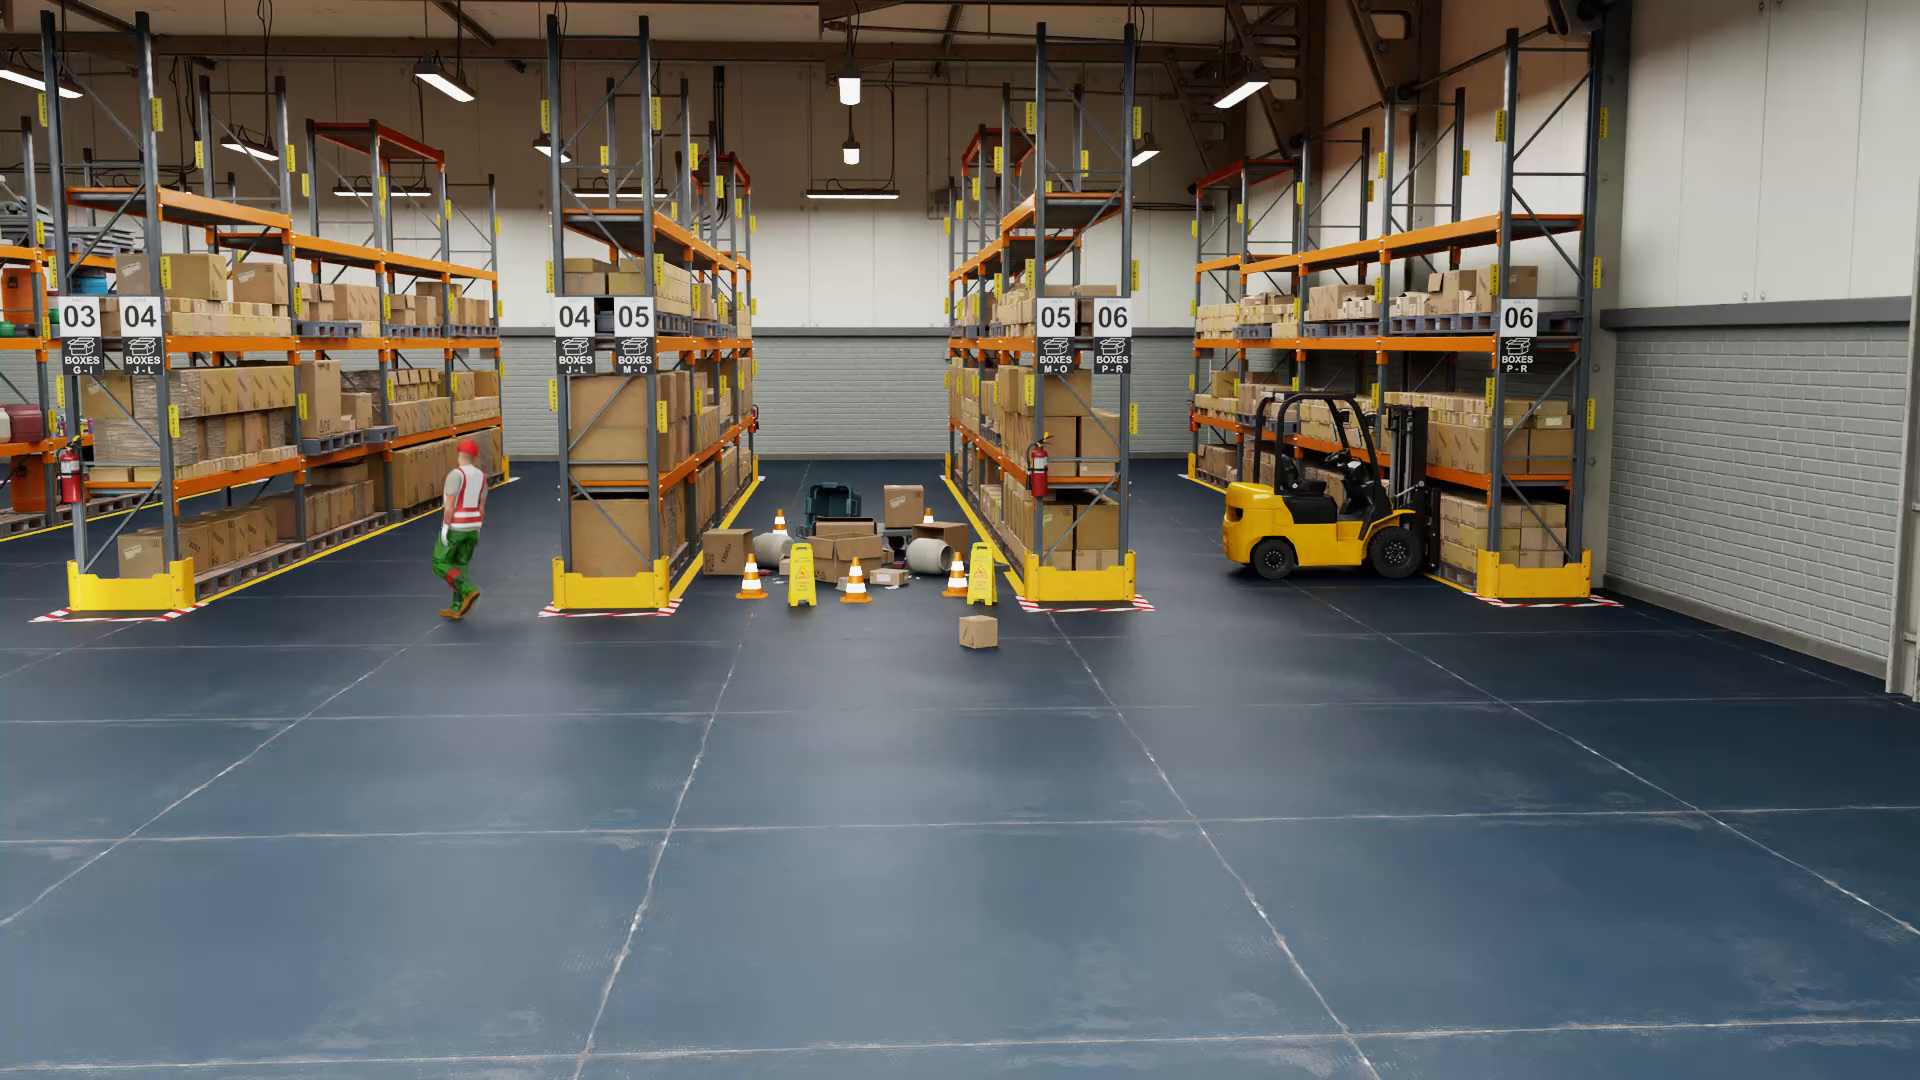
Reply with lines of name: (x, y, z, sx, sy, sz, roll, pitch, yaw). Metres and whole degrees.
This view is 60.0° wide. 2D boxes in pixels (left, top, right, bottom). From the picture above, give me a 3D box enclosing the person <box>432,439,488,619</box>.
person: (-4.894, -0.103, 16.423, 0.596, 1.768, 0.564, 3, 8, 26)
